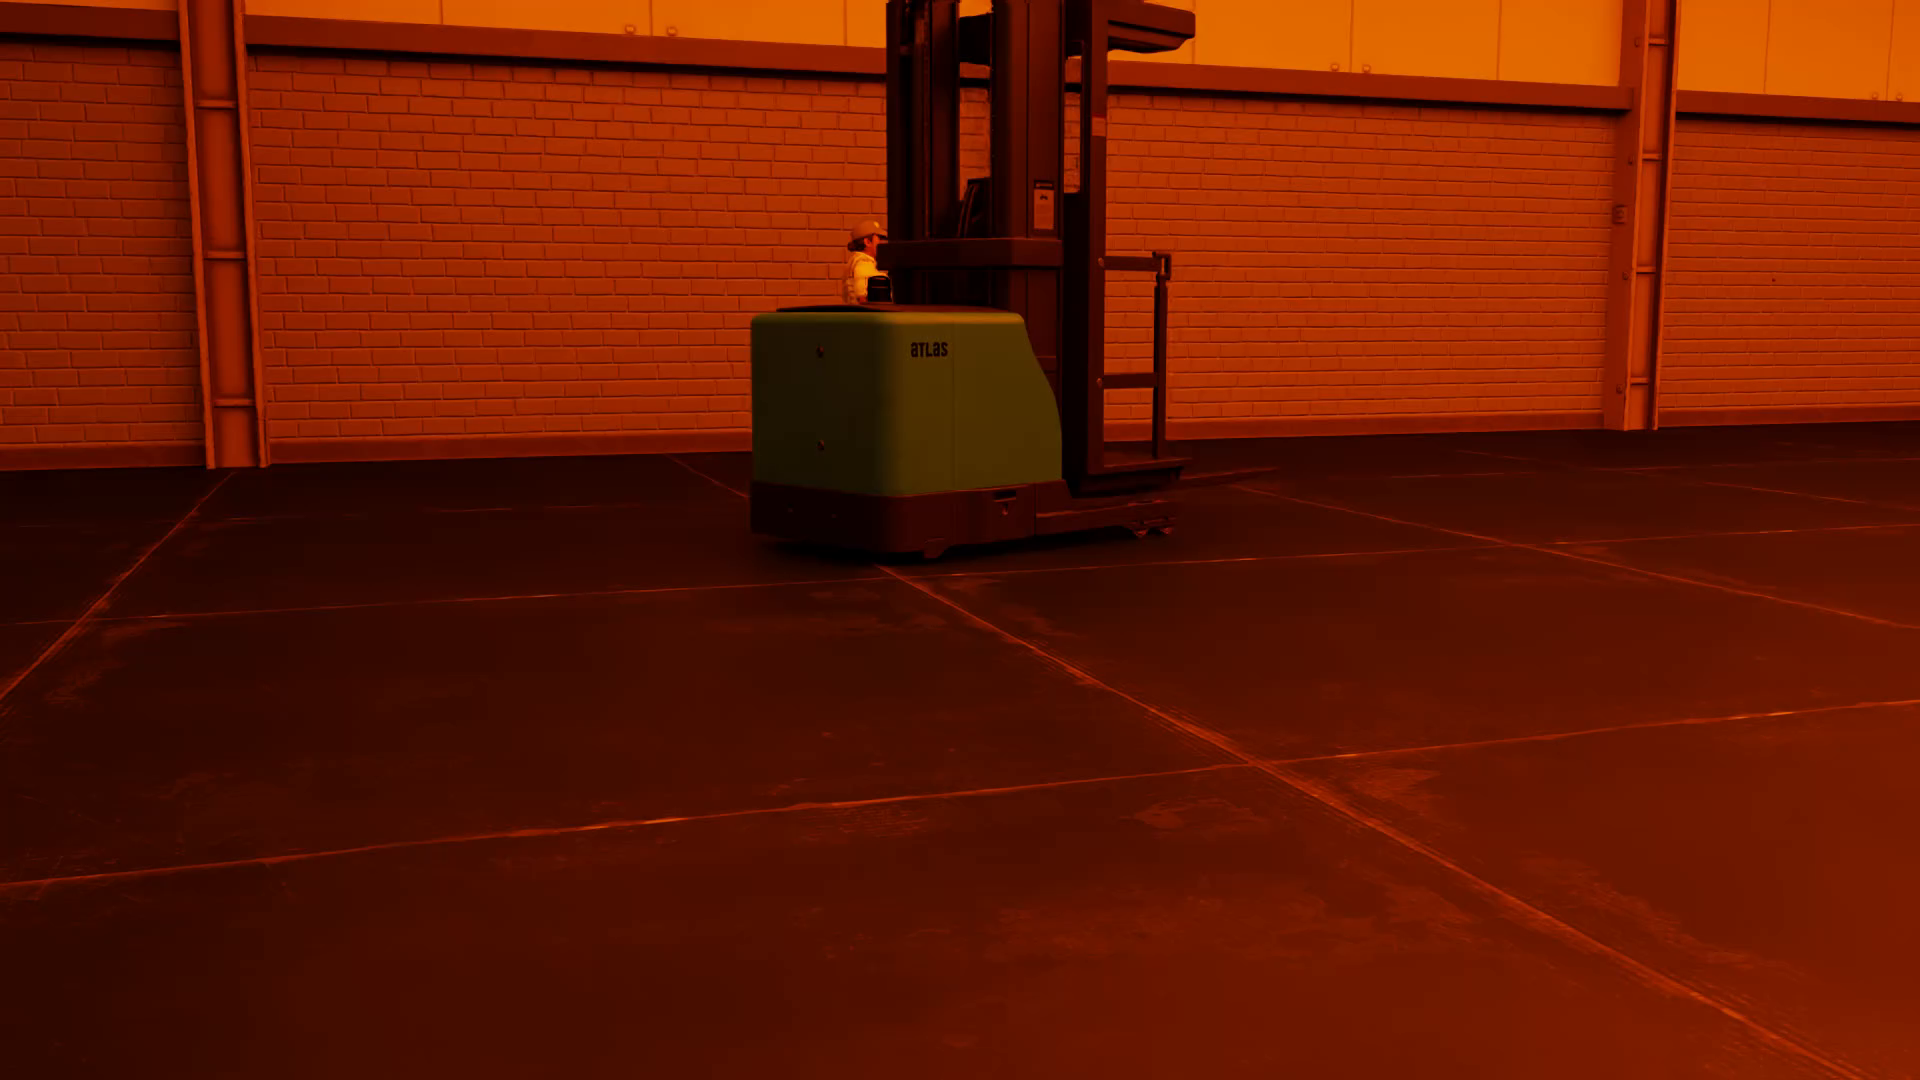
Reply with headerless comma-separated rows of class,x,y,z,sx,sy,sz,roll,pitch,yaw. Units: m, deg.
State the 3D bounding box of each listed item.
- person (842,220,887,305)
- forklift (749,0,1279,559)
person,-0.509,-1.240,10.849,0.528,1.672,0.608,-3,8,-20
forklift,0.439,-1.513,8.174,3.031,2.935,1.130,-7,11,-44
